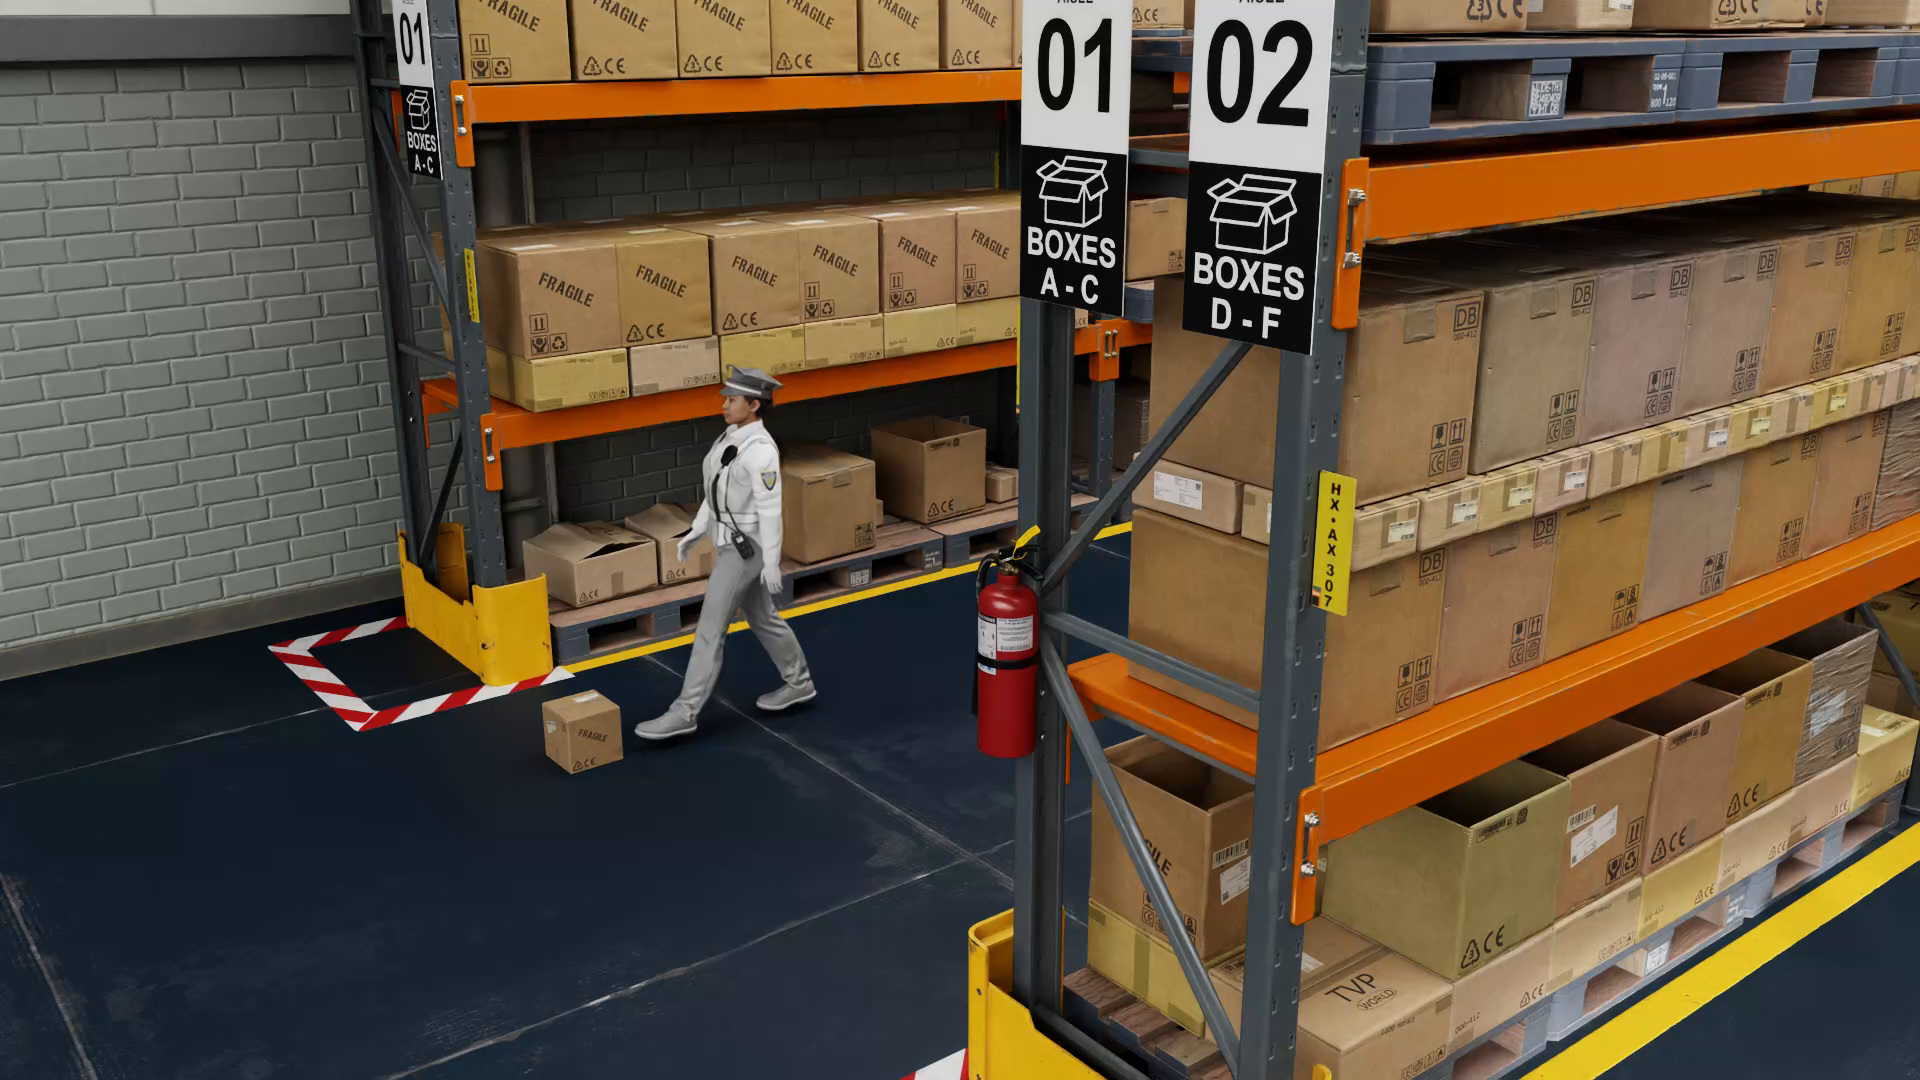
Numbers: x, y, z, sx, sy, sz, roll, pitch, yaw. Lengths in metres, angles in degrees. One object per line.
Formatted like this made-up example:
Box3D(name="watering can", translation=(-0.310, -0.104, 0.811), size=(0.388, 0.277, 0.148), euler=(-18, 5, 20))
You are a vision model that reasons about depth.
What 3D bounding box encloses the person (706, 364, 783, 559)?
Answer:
Box3D(name="person", translation=(-0.945, -0.367, 7.287), size=(0.349, 0.831, 0.362), euler=(-6, 19, -17))
